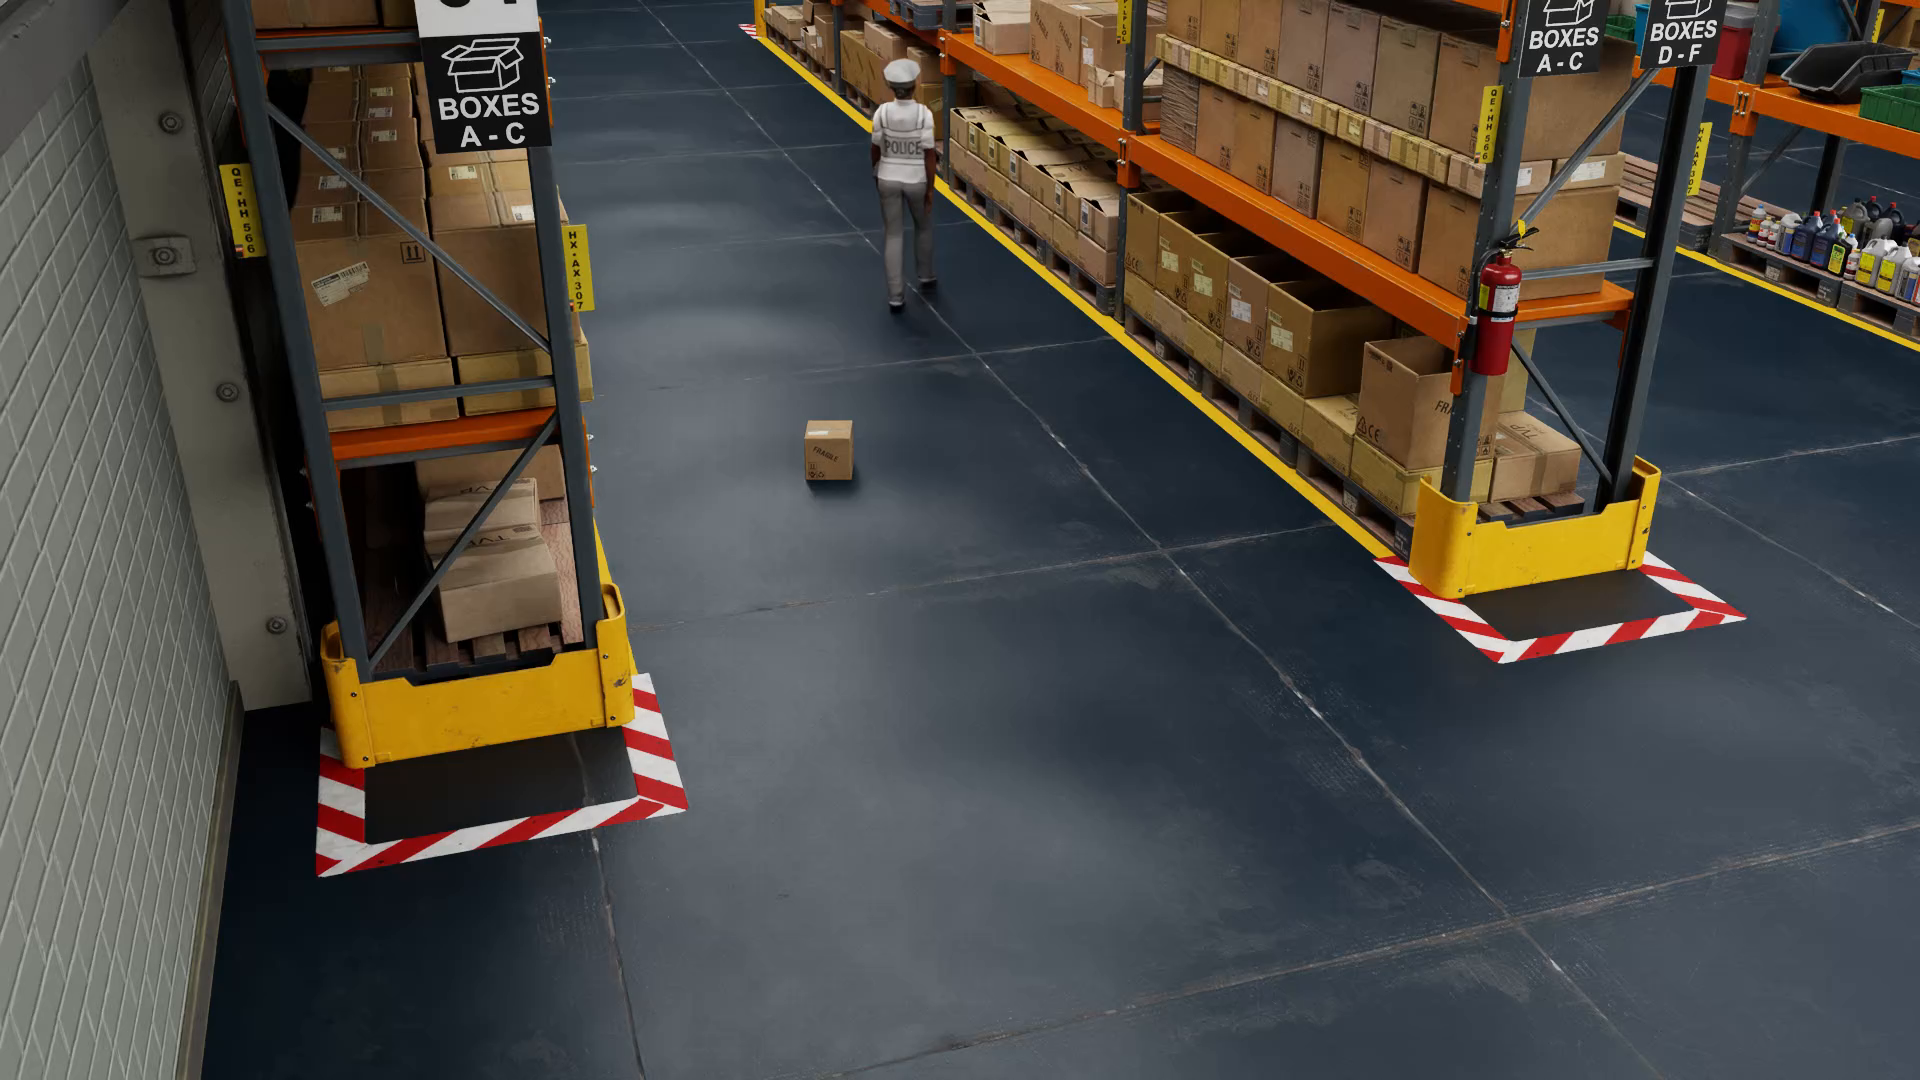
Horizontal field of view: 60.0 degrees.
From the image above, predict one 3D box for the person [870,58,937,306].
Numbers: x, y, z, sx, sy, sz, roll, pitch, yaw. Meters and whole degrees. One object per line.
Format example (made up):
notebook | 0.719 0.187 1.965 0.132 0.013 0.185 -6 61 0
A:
person | -0.386 -2.530 11.629 0.442 1.668 0.817 0 26 0
